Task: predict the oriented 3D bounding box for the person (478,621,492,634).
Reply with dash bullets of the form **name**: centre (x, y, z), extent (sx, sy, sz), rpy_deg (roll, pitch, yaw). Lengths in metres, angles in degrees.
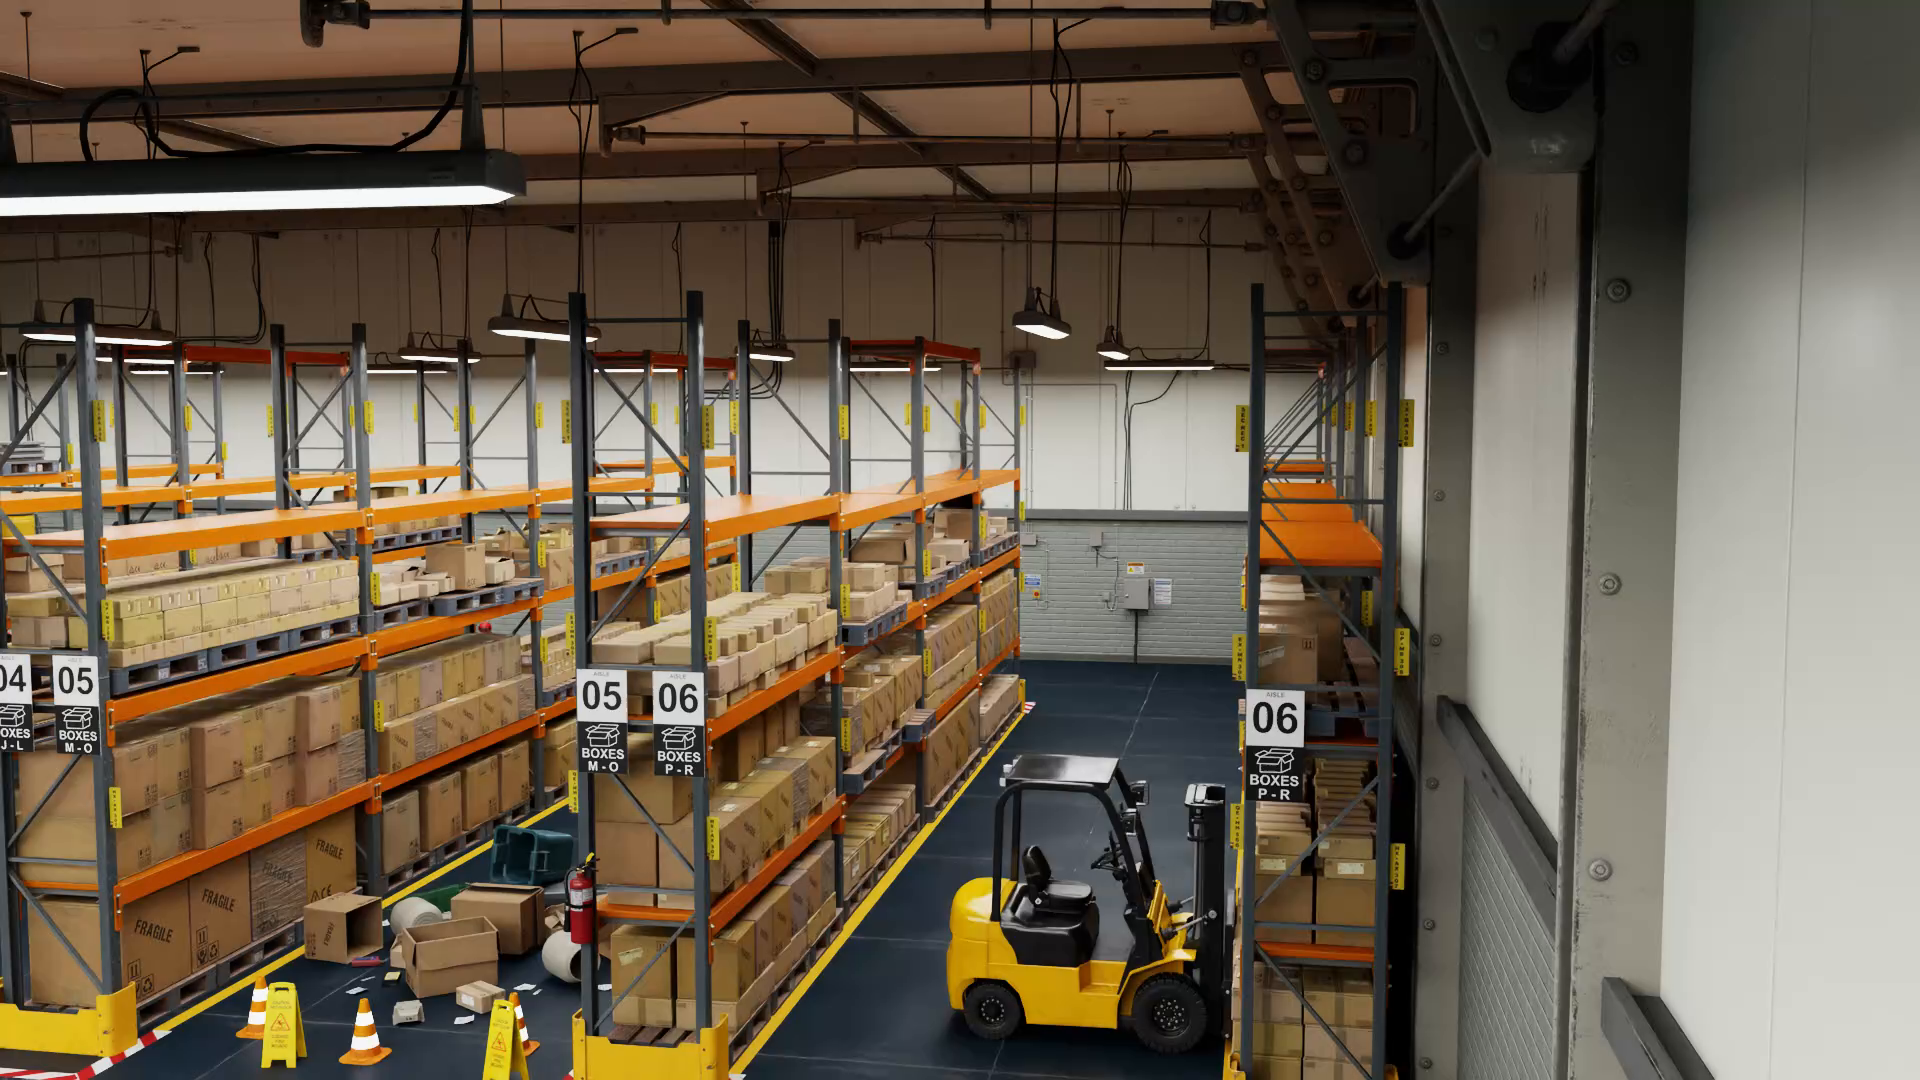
- **person**: centre (-7.374, 2.162, 25.962), extent (0.652, 1.825, 0.905), rpy_deg (0, 5, 1)
